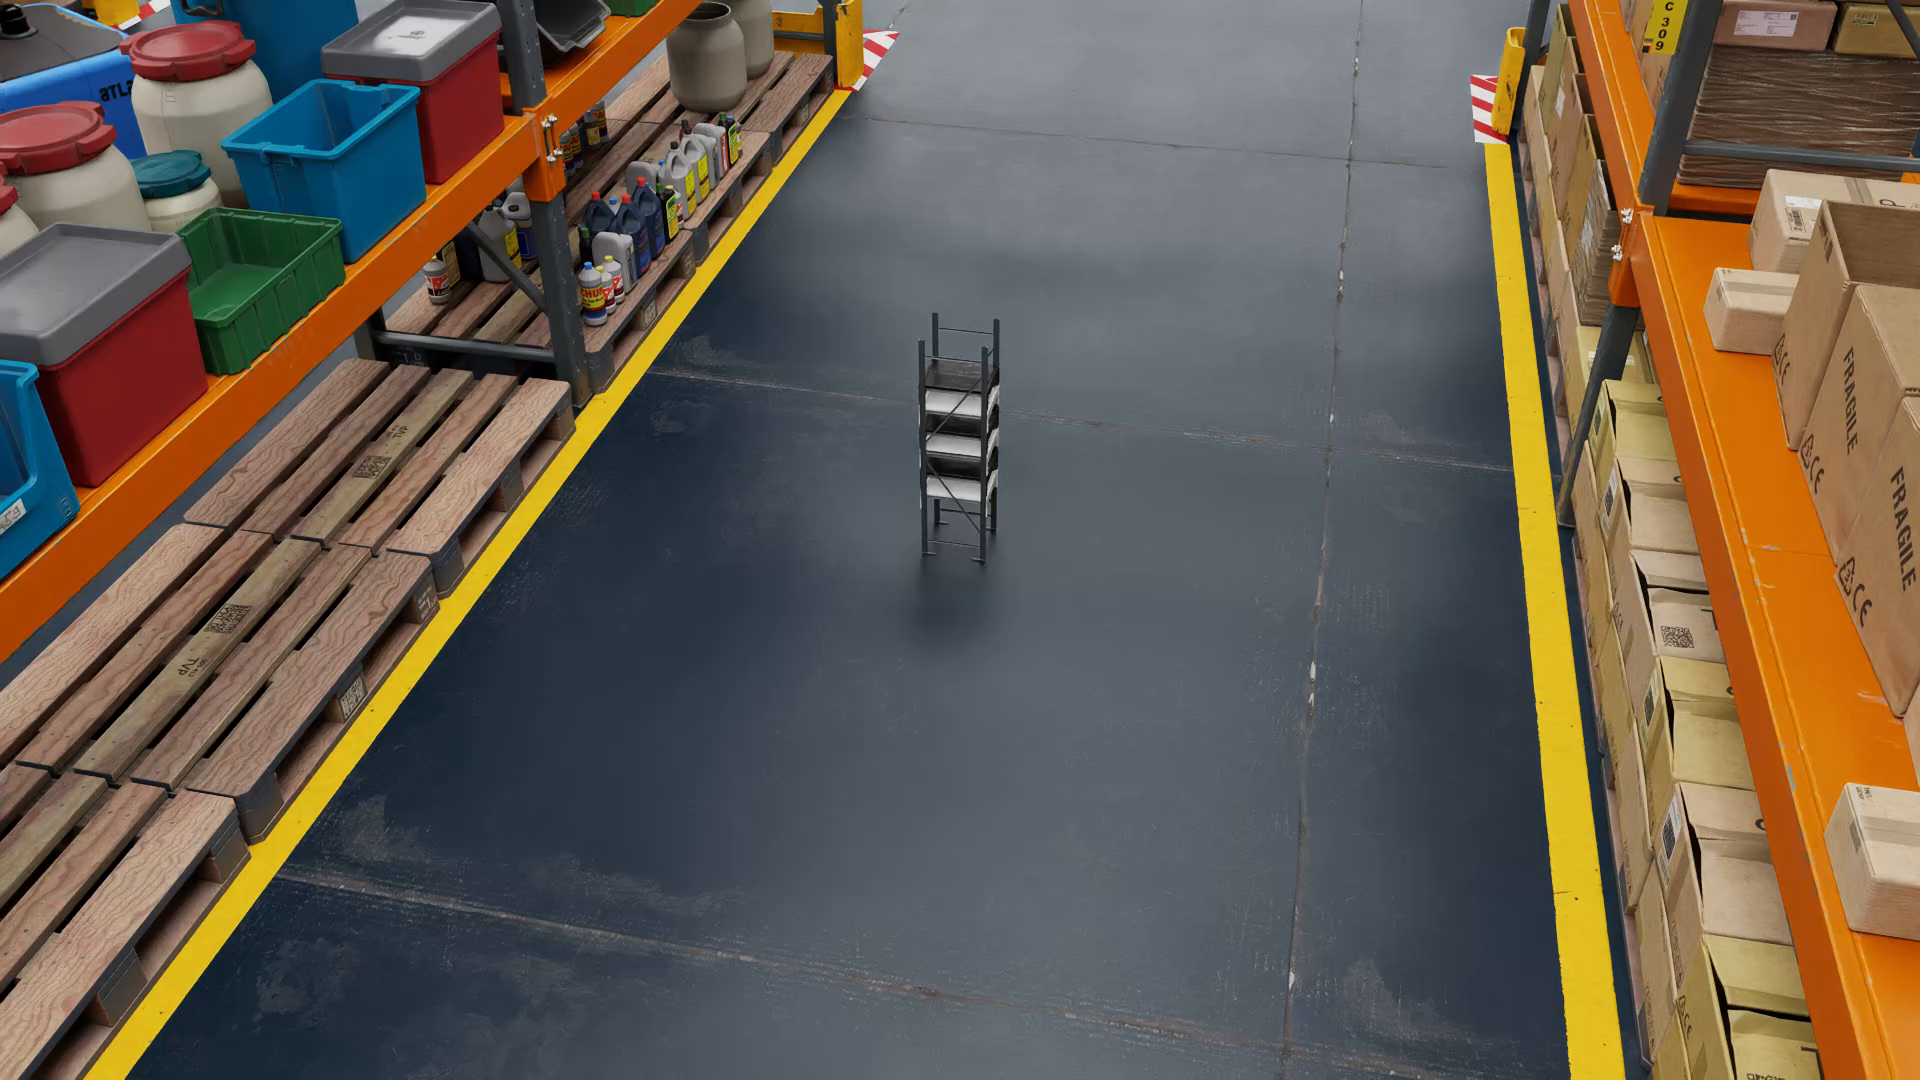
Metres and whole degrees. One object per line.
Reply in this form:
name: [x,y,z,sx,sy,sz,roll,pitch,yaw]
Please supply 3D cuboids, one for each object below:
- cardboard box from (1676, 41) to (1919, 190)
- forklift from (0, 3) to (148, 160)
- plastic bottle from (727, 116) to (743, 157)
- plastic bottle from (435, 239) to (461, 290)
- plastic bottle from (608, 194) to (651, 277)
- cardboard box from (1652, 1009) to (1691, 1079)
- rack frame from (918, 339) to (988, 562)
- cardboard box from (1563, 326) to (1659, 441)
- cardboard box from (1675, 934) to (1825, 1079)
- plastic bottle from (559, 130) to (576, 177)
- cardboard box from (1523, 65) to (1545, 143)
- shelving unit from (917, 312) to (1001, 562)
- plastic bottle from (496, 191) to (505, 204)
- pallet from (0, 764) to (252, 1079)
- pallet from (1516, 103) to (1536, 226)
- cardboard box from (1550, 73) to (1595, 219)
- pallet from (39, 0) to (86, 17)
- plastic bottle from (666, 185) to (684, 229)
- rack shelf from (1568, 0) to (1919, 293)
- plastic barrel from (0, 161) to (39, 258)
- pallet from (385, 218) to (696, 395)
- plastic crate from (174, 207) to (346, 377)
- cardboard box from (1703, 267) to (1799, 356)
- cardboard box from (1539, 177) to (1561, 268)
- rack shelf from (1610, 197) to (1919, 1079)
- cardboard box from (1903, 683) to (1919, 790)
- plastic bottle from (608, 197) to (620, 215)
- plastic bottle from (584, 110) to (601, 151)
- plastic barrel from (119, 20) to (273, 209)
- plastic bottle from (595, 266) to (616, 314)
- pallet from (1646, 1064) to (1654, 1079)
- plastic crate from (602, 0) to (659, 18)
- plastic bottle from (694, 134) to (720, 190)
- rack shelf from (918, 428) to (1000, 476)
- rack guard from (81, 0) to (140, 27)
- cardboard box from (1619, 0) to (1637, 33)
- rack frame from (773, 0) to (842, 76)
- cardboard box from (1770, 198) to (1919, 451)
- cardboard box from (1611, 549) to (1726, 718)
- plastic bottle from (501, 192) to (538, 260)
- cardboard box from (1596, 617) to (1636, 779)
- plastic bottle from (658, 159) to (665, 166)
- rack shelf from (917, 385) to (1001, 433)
cardboard box: [2.859,-1.530,5.720,0.700,0.500,0.500,6,36,9]
forklift: [-4.974,-2.077,6.618,1.130,2.935,3.031,26,43,31]
plastic bottle: [-1.178,-2.088,8.584,0.097,0.201,0.097,0,36,0]
plastic bottle: [-2.287,-1.253,7.363,0.061,0.283,0.133,9,37,12]
plastic bottle: [-1.490,-1.374,7.472,0.144,0.351,0.185,8,37,11]
cardboard box: [1.897,1.374,3.784,0.500,0.250,0.500,7,37,9]
rack frame: [-0.023,-0.301,5.899,0.240,0.900,0.006,7,37,10]
cardboard box: [2.656,-0.584,6.486,0.500,0.250,0.500,7,37,10]
cardboard box: [1.892,1.145,3.621,0.500,0.311,0.500,7,36,9]
plastic bottle: [-2.000,-1.970,8.362,0.097,0.271,0.097,0,36,0]
cardboard box: [3.293,-2.305,8.859,0.500,0.250,0.500,7,37,10]
shelving unit: [-0.002,-0.360,5.980,0.258,0.900,0.210,7,37,10]
plastic bottle: [-2.177,-1.550,7.772,0.061,0.283,0.133,10,37,13]
pallet: [-2.719,1.125,4.517,1.003,0.211,1.213,7,37,10]
pallet: [3.502,-1.955,8.767,1.003,0.211,1.213,7,37,10]
cardboard box: [2.970,-1.749,7.453,0.500,0.500,0.500,7,37,10]
pallet: [-6.277,-3.138,10.399,1.003,0.211,1.213,7,37,10]
plastic bottle: [-1.367,-1.581,7.885,0.097,0.201,0.097,0,36,0]
rack shelf: [3.197,-2.090,7.190,1.077,0.370,4.000,7,37,10]
plastic barrel: [-2.736,-0.723,4.576,0.433,0.535,0.433,0,36,0]
pallet: [-1.884,-1.108,7.599,1.003,0.211,1.213,7,37,10]
plastic crate: [-2.164,-0.738,4.893,0.450,0.188,0.662,7,37,10]
cardboard box: [2.381,-0.650,4.805,0.380,0.149,0.250,7,37,10]
cardboard box: [2.971,-1.445,7.673,0.500,0.250,0.500,7,37,10]
rack shelf: [2.343,0.203,4.026,1.077,0.370,4.000,7,37,10]
cardboard box: [2.133,0.422,3.325,0.380,0.149,0.250,10,37,13]
plastic bottle: [-1.577,-1.440,7.631,0.097,0.271,0.097,0,36,0]
plastic bottle: [-1.927,-2.136,8.651,0.097,0.201,0.097,0,36,0]
plastic barrel: [-2.487,-1.392,5.498,0.433,0.535,0.433,0,36,0]
plastic bottle: [-1.550,-1.089,7.206,0.097,0.201,0.097,0,36,0]
pallet: [2.130,1.721,3.696,1.003,0.211,1.213,7,37,10]
plastic crate: [-1.502,-2.515,7.344,0.450,0.188,0.662,7,37,10]
plastic bottle: [-1.288,-1.898,8.258,0.152,0.276,0.135,6,36,9]
rack shelf: [-0.002,-0.333,5.999,0.258,0.077,0.200,7,37,10]
rack guard: [-6.068,-3.716,10.951,1.175,0.500,0.348,7,37,10]
cardboard box: [3.184,-2.414,6.940,0.700,0.500,0.500,8,37,11]
rack frame: [-1.214,-4.151,9.421,1.000,3.000,0.127,7,37,10]
cardboard box: [2.478,-0.535,4.347,0.500,0.500,0.500,10,37,13]
cardboard box: [2.217,0.271,4.828,0.500,0.311,0.500,6,36,8]
plastic bottle: [-2.021,-1.444,7.632,0.152,0.276,0.135,7,37,10]
cardboard box: [2.224,0.499,4.990,0.500,0.250,0.500,6,36,9]
plastic bottle: [-1.447,-1.762,8.135,0.097,0.201,0.097,0,36,0]
rack shelf: [-0.002,-0.478,5.893,0.258,0.077,0.200,7,37,10]
